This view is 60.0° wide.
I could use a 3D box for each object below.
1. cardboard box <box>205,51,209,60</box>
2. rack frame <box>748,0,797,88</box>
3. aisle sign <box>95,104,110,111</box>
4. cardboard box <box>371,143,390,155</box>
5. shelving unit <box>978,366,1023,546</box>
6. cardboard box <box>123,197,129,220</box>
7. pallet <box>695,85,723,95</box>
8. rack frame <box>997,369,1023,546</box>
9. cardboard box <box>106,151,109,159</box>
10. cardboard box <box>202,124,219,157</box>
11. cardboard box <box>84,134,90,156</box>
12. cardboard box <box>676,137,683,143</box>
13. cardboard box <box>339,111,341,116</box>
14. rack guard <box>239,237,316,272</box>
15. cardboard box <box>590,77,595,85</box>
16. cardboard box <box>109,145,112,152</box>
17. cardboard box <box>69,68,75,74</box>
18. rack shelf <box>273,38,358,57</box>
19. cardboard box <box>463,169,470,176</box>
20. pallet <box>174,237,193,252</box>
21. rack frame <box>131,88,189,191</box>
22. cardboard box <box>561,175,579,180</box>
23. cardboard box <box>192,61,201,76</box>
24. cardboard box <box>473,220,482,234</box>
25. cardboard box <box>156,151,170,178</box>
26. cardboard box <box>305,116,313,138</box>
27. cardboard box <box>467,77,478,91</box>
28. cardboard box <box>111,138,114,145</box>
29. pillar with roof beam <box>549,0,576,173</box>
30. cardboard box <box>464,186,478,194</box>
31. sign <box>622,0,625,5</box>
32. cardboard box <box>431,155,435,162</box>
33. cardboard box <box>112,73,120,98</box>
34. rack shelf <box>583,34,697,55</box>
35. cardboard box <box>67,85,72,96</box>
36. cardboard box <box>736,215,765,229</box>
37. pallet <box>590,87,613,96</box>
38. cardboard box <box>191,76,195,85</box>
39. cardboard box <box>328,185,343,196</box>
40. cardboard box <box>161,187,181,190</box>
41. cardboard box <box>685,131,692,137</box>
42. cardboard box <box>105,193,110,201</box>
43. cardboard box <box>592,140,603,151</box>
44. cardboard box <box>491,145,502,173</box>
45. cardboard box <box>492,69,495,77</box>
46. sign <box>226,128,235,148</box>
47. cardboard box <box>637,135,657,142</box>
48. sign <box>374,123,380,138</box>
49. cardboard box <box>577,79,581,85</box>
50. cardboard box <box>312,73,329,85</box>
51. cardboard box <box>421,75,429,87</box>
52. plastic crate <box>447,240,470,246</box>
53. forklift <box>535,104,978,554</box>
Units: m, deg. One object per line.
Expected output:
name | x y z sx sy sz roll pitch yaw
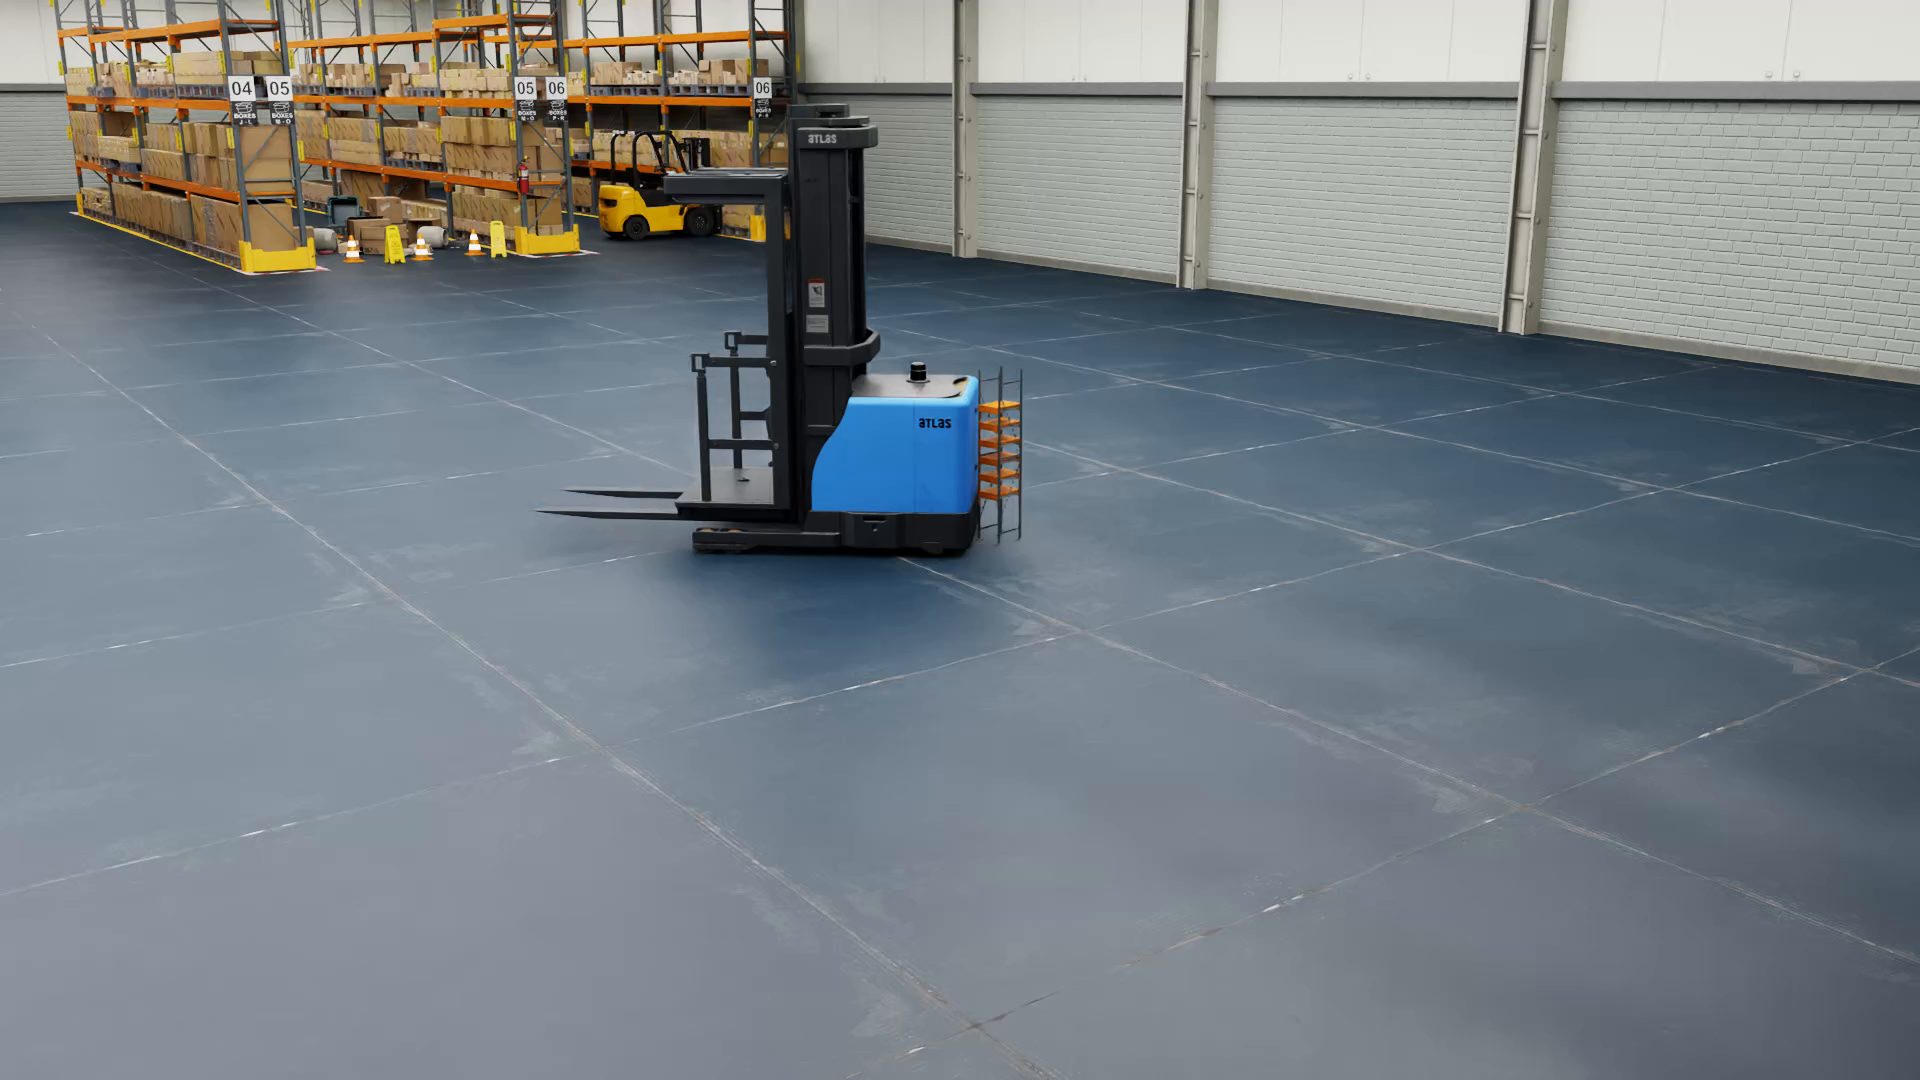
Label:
cardboard box | -12.630 -8.248 28.328 0.380 0.149 0.250 -10 18 -34
rack frame | -3.751 -10.559 33.109 1.000 3.000 0.127 -11 19 -35
aisle sign | -20.916 -10.837 40.564 0.394 0.787 0.004 -11 19 -35
cardboard box | -12.958 -8.835 37.513 0.500 0.250 0.500 -11 19 -35
shelving unit | 0.275 -0.578 11.414 0.189 1.200 0.258 14 21 41
cardboard box | -17.912 -7.242 36.294 0.500 0.500 0.500 -10 18 -34
pallet | -4.867 -9.485 35.036 1.003 0.211 1.213 -11 19 -35
rack frame | 0.342 -0.561 11.353 0.006 1.200 0.240 14 21 41
cardboard box | -18.446 -8.427 36.362 0.380 0.149 0.250 -11 19 -34
cardboard box | -12.929 -7.120 29.577 0.875 0.550 0.500 -11 19 -35
cardboard box | -20.157 -9.249 38.934 0.500 0.500 0.500 -11 19 -36
cardboard box | -5.974 -8.717 36.324 0.380 0.149 0.250 -10 18 -33
cardboard box | -15.325 -10.390 40.542 0.380 0.149 0.250 -10 18 -33
rack guard | -11.694 -4.894 28.509 1.175 0.500 0.348 -11 19 -35
cardboard box | -8.495 -10.837 39.265 0.380 0.166 0.250 -11 19 -35
cardboard box | -18.129 -8.457 35.909 0.380 0.149 0.250 -11 19 -35
cardboard box | -20.731 -11.046 39.152 0.380 0.149 0.250 -11 19 -34
rack shelf | -15.995 -12.237 41.362 1.077 0.370 4.000 -11 19 -35
cardboard box | -9.701 -7.354 33.239 0.380 0.149 0.250 -10 18 -33
pallet | -14.575 -5.767 32.246 1.003 0.211 1.213 -11 19 -35
rack frame | -16.412 -7.813 34.439 1.000 3.000 0.127 -11 19 -35
cardboard box | -9.810 -9.098 41.845 0.380 0.149 0.250 -11 19 -34
cardboard box | -13.106 -8.256 29.113 0.500 0.250 0.500 -11 19 -34
cardboard box | -9.350 -6.232 33.076 0.500 0.250 0.500 -11 19 -35
cardboard box | -15.478 -7.401 32.744 0.500 0.500 0.500 -11 19 -35
cardboard box | -15.919 -10.262 41.304 0.500 0.500 0.500 -11 19 -34
cardboard box | -9.185 -8.805 32.102 0.500 0.250 0.500 -11 19 -34
cardboard box | -17.982 -8.547 35.674 0.380 0.149 0.250 -10 18 -33
pillar with roof beam | -13.969 -12.742 41.085 9.100 9.000 0.400 -11 19 -35
cardboard box | -9.658 -6.986 33.182 0.380 0.149 0.250 -10 18 -32
sign | -8.008 -12.881 39.524 0.100 0.325 0.005 -11 19 -35
cardboard box | -10.782 -7.956 34.643 0.380 0.149 0.250 -12 19 -36
cardboard box | -17.548 -9.602 35.106 0.500 0.500 0.500 -11 19 -35
rack shelf | -7.278 -11.300 37.938 1.077 0.370 4.000 -11 19 -35
cardboard box | -21.058 -10.760 39.809 0.500 0.250 0.500 -10 18 -33
cardboard box | -4.282 -6.593 34.396 0.500 0.250 0.500 -11 19 -34
pallet | -7.983 -10.598 39.293 1.213 0.211 1.003 -10 18 -32
cardboard box | -13.371 -8.133 29.417 0.380 0.149 0.250 -11 19 -34
cardboard box | -15.102 -8.574 41.279 0.875 0.438 0.875 -11 19 -35
cardboard box | -16.621 -7.356 35.290 0.500 0.250 0.500 -12 19 -37
cardboard box | -5.703 -8.744 35.861 0.380 0.149 0.250 -10 18 -33
cardboard box | -19.366 -7.865 38.109 0.380 0.149 0.250 -11 19 -34
cardboard box | -8.411 -9.406 39.598 0.500 0.250 0.500 -11 19 -35
cardboard box | -8.596 -7.267 31.692 0.500 0.500 0.500 -11 19 -34
cardboard box | -8.594 -8.806 31.351 0.380 0.149 0.250 -11 19 -34
sign | -12.155 -6.696 27.716 0.100 0.325 0.005 -11 19 -35
cardboard box | -7.116 -9.133 37.846 0.380 0.149 0.250 -11 19 -36
sign | -12.914 -9.074 36.855 0.100 0.325 0.005 -11 19 -35
cardboard box | -8.994 -11.037 40.067 0.380 0.149 0.250 -11 19 -36
cardboard box | -15.454 -11.176 40.316 0.396 0.266 0.258 -10 18 -33
cardboard box | -10.869 -9.537 34.544 0.500 0.250 0.500 -11 19 -34
plastic crate | -9.856 -5.878 32.900 0.583 0.080 0.402 10 18 33
forklift | -1.397 -1.455 11.341 3.031 2.935 1.130 1 15 5
